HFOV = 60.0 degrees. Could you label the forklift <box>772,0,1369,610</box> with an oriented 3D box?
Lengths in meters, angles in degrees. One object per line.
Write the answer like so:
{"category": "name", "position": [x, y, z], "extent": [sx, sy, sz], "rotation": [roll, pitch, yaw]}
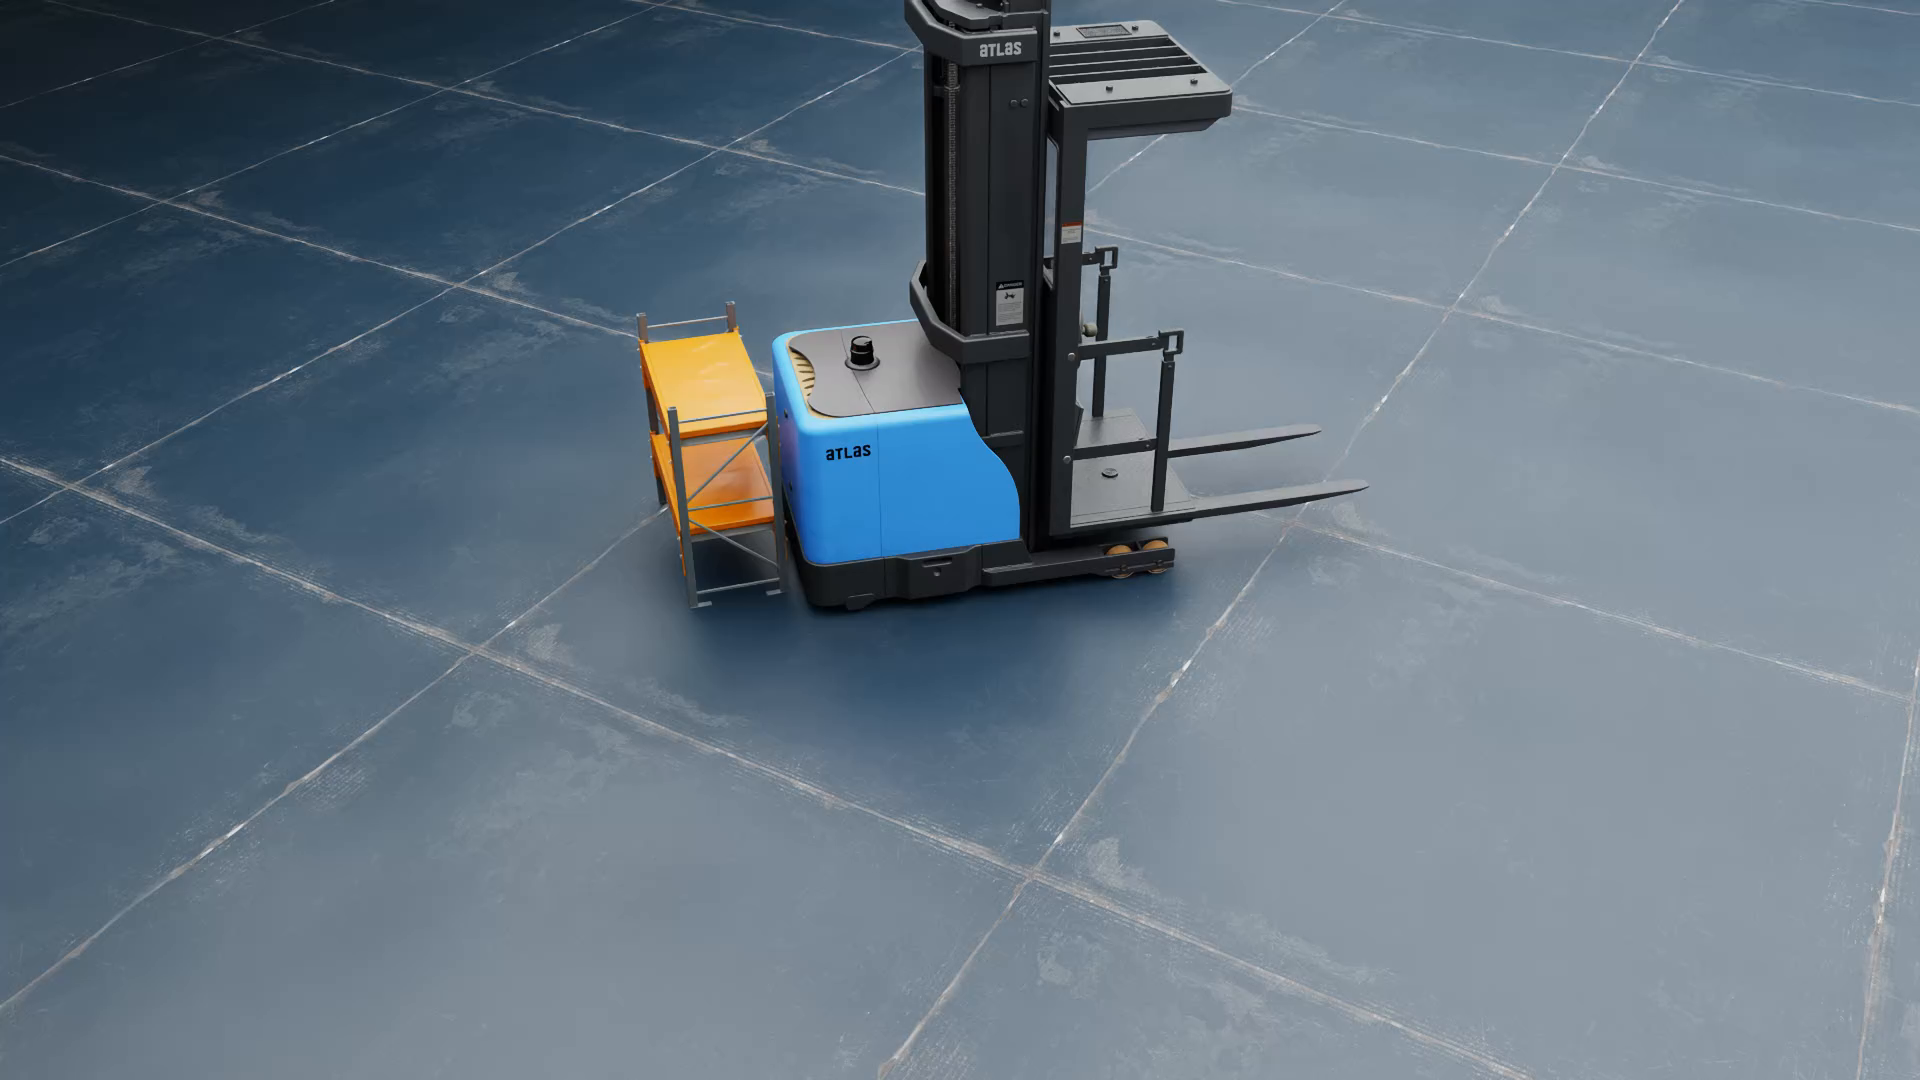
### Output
{"category": "forklift", "position": [0.613, -1.302, 8.060], "extent": [3.031, 2.935, 1.130], "rotation": [-8, 34, -11]}

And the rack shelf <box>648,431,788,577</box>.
{"category": "rack shelf", "position": [-1.251, -0.240, 8.536], "extent": [0.538, 0.278, 1.000], "rotation": [-10, 35, -14]}

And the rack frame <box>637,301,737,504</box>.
{"category": "rack frame", "position": [-1.400, -0.713, 8.805], "extent": [0.500, 1.125, 0.032], "rotation": [-10, 35, -14]}

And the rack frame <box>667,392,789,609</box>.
{"category": "rack frame", "position": [-1.103, -0.174, 7.996], "extent": [0.500, 1.125, 0.032], "rotation": [-10, 35, -14]}

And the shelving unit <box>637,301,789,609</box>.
{"category": "shelving unit", "position": [-1.251, -0.443, 8.401], "extent": [0.538, 1.125, 1.048], "rotation": [-10, 35, -14]}

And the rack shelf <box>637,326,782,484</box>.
{"category": "rack shelf", "position": [-1.251, -0.687, 8.238], "extent": [0.538, 0.278, 1.000], "rotation": [-10, 35, -14]}
